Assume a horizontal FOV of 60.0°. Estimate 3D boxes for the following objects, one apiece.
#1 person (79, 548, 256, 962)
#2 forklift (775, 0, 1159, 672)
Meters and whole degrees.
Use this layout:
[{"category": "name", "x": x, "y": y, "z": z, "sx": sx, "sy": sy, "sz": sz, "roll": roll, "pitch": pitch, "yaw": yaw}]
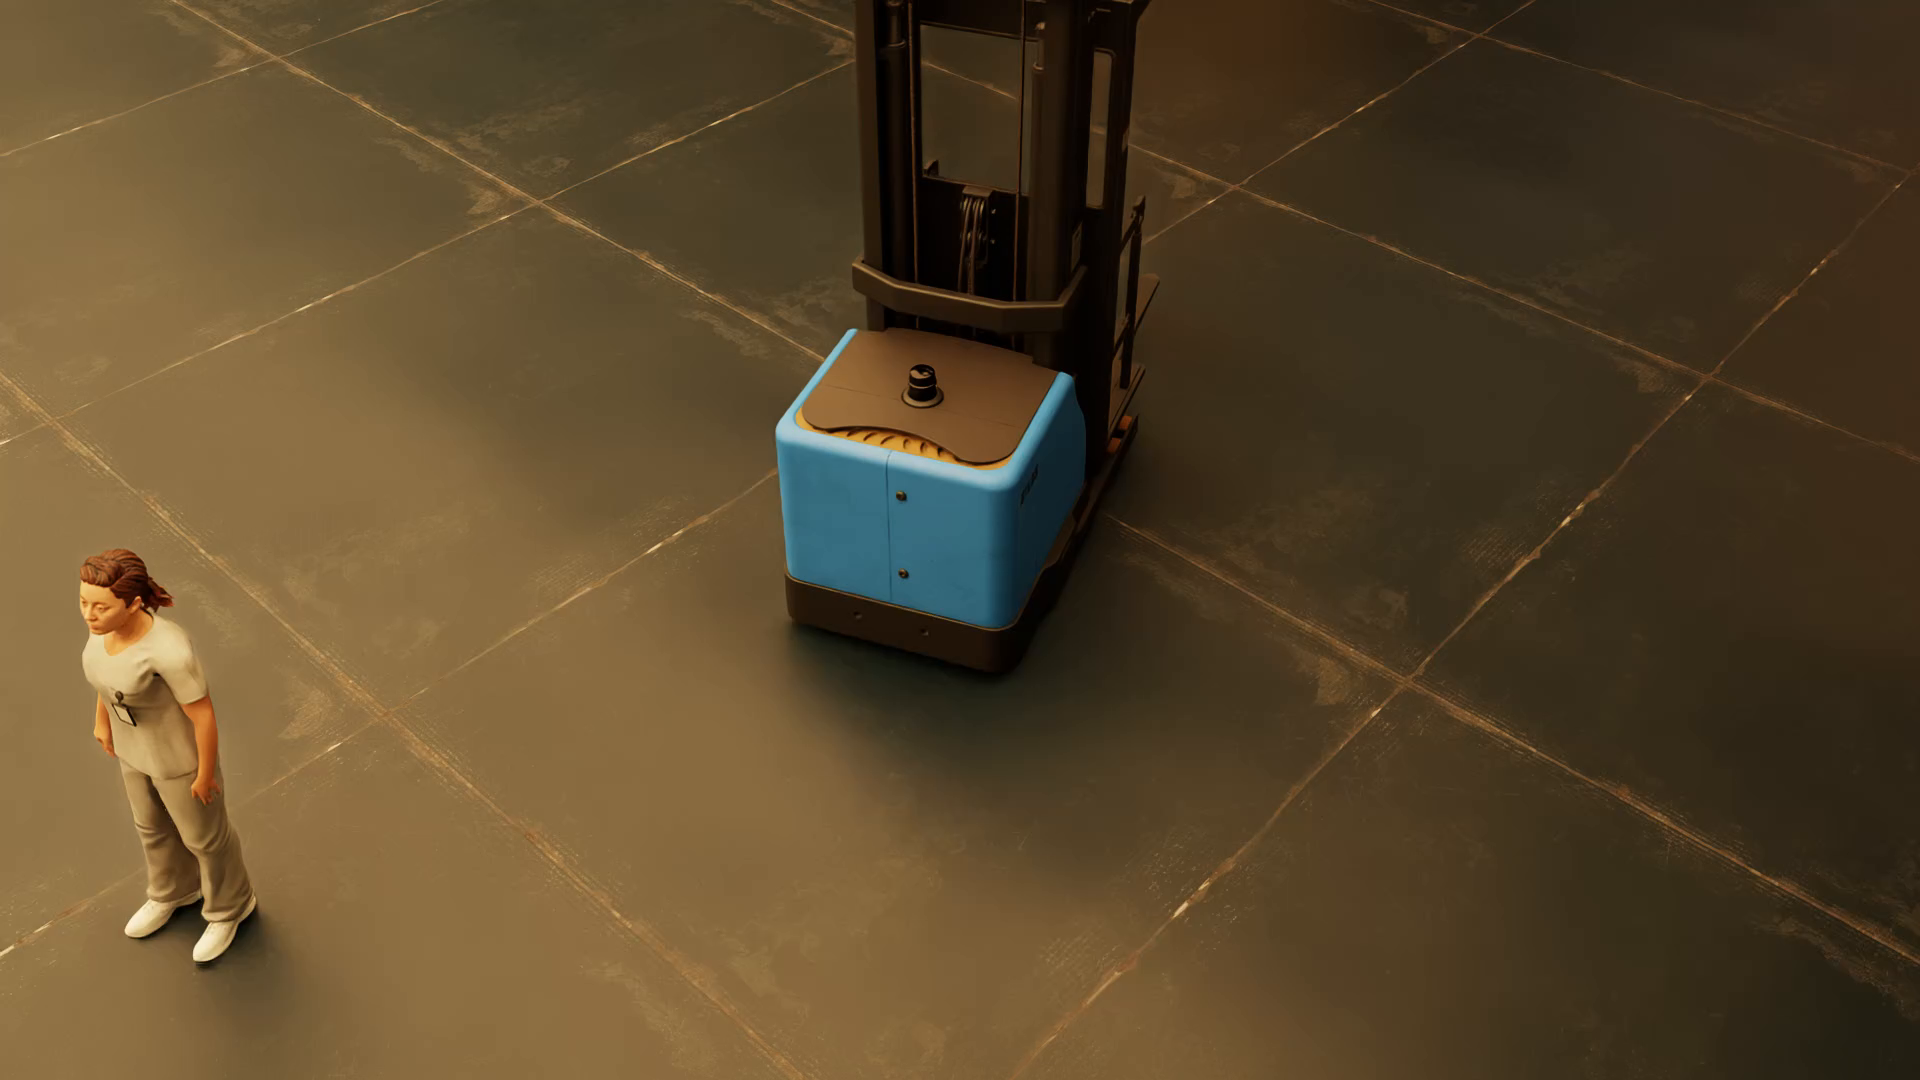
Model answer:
[{"category": "person", "x": -2.683, "y": 0.736, "z": 5.536, "sx": 0.526, "sy": 1.684, "sz": 0.512, "roll": 21, "pitch": 45, "yaw": 23}, {"category": "forklift", "x": 0.237, "y": -1.530, "z": 7.212, "sx": 1.130, "sy": 2.935, "sz": 3.031, "roll": 14, "pitch": 42, "yaw": 15}]
